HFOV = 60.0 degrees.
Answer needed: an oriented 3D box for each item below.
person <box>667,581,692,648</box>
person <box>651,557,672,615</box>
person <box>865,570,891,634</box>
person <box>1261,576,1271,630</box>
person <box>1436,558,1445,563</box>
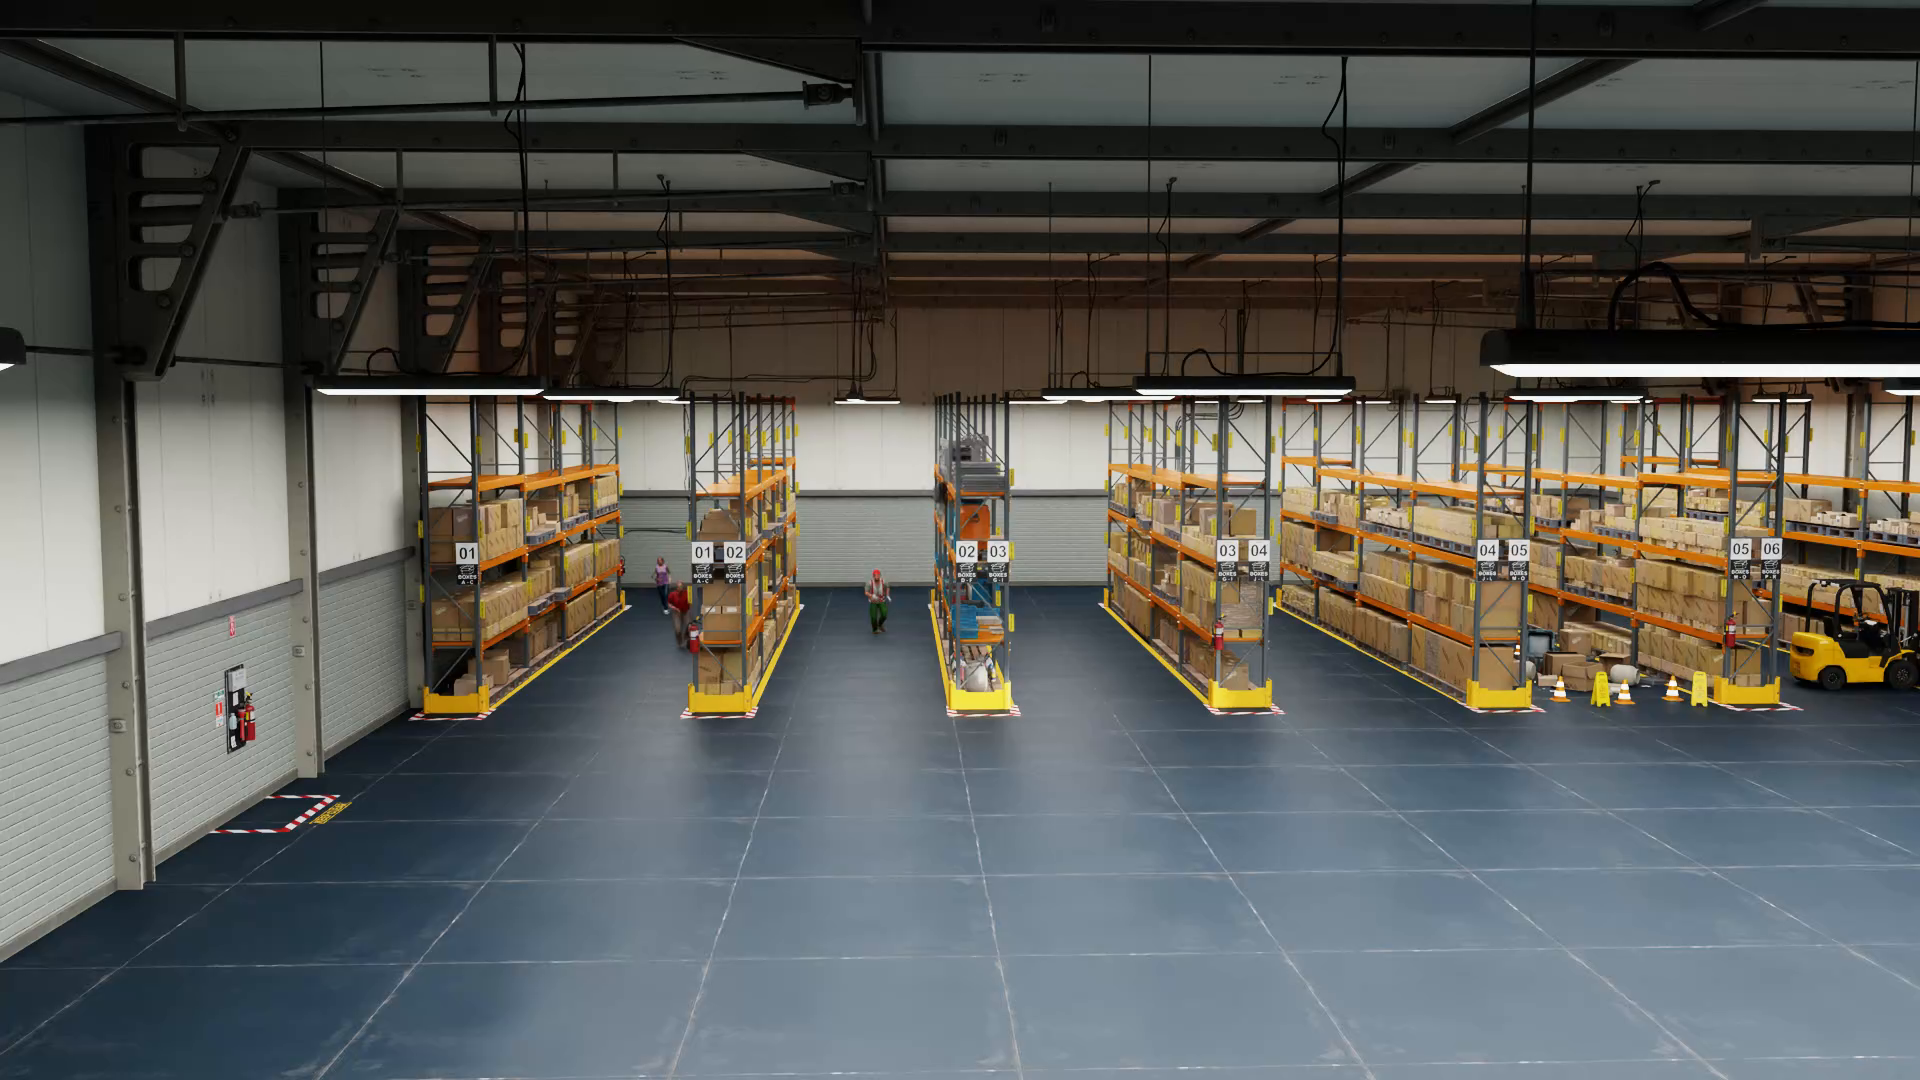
[{"bbox_3d":[-6.594,1.768,39.371,0.656,1.613,0.776,-1,5,-13],"label":"person"},{"bbox_3d":[-8.276,1.255,46.121,0.569,1.566,0.836,-1,5,-13],"label":"person"},{"bbox_3d":[-2.049,1.559,41.635,0.688,1.673,0.793,-1,5,-11],"label":"person"},{"bbox_3d":[7.556,1.512,42.396,0.749,1.718,1.039,-1,5,-8],"label":"person"},{"bbox_3d":[14.192,0.969,49.153,0.691,1.610,0.555,0,5,1],"label":"person"}]
